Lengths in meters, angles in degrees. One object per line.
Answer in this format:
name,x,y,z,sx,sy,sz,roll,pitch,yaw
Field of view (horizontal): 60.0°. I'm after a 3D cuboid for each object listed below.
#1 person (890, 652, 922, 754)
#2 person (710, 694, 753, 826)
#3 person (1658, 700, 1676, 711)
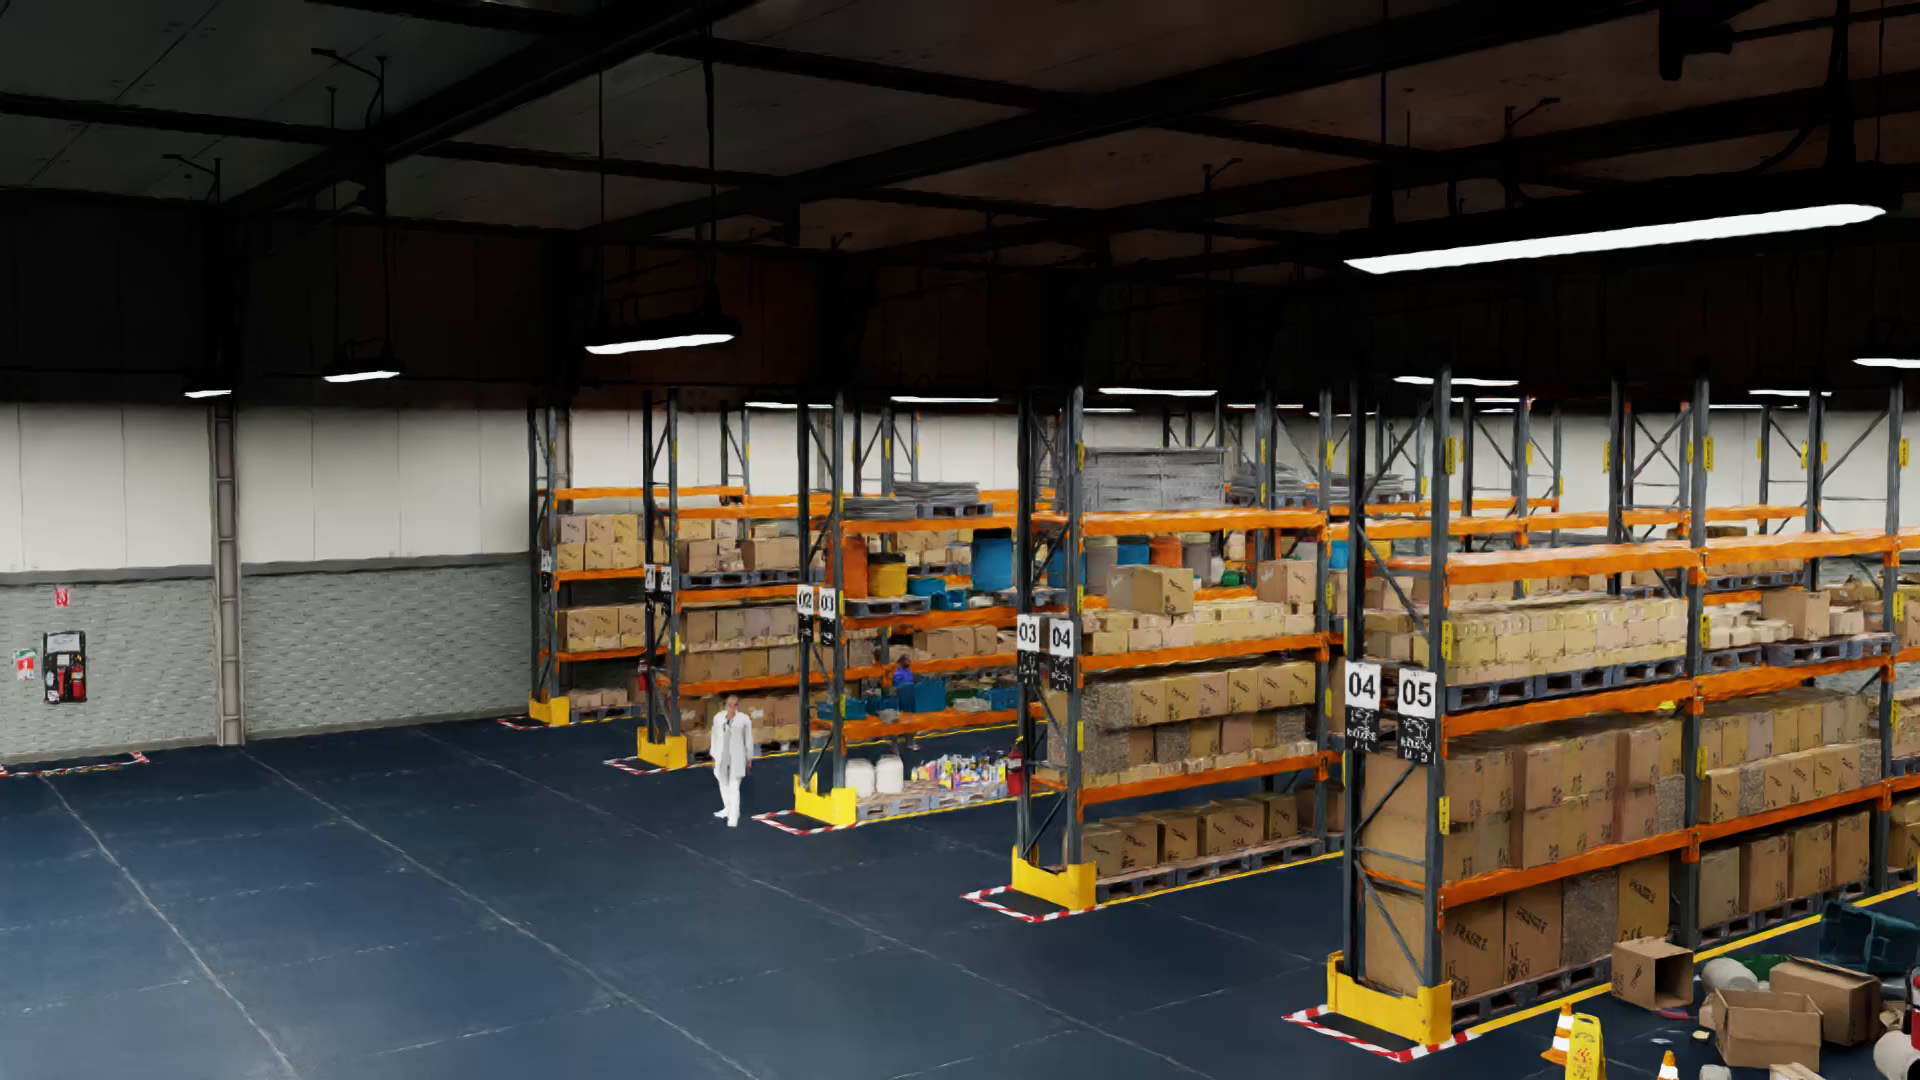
person,-0.909,2.698,27.591,0.440,1.652,0.551,2,4,28
person,-3.089,2.953,22.563,0.614,1.767,0.628,1,3,15
person,9.611,2.983,22.492,0.856,1.697,0.734,-2,4,-31
